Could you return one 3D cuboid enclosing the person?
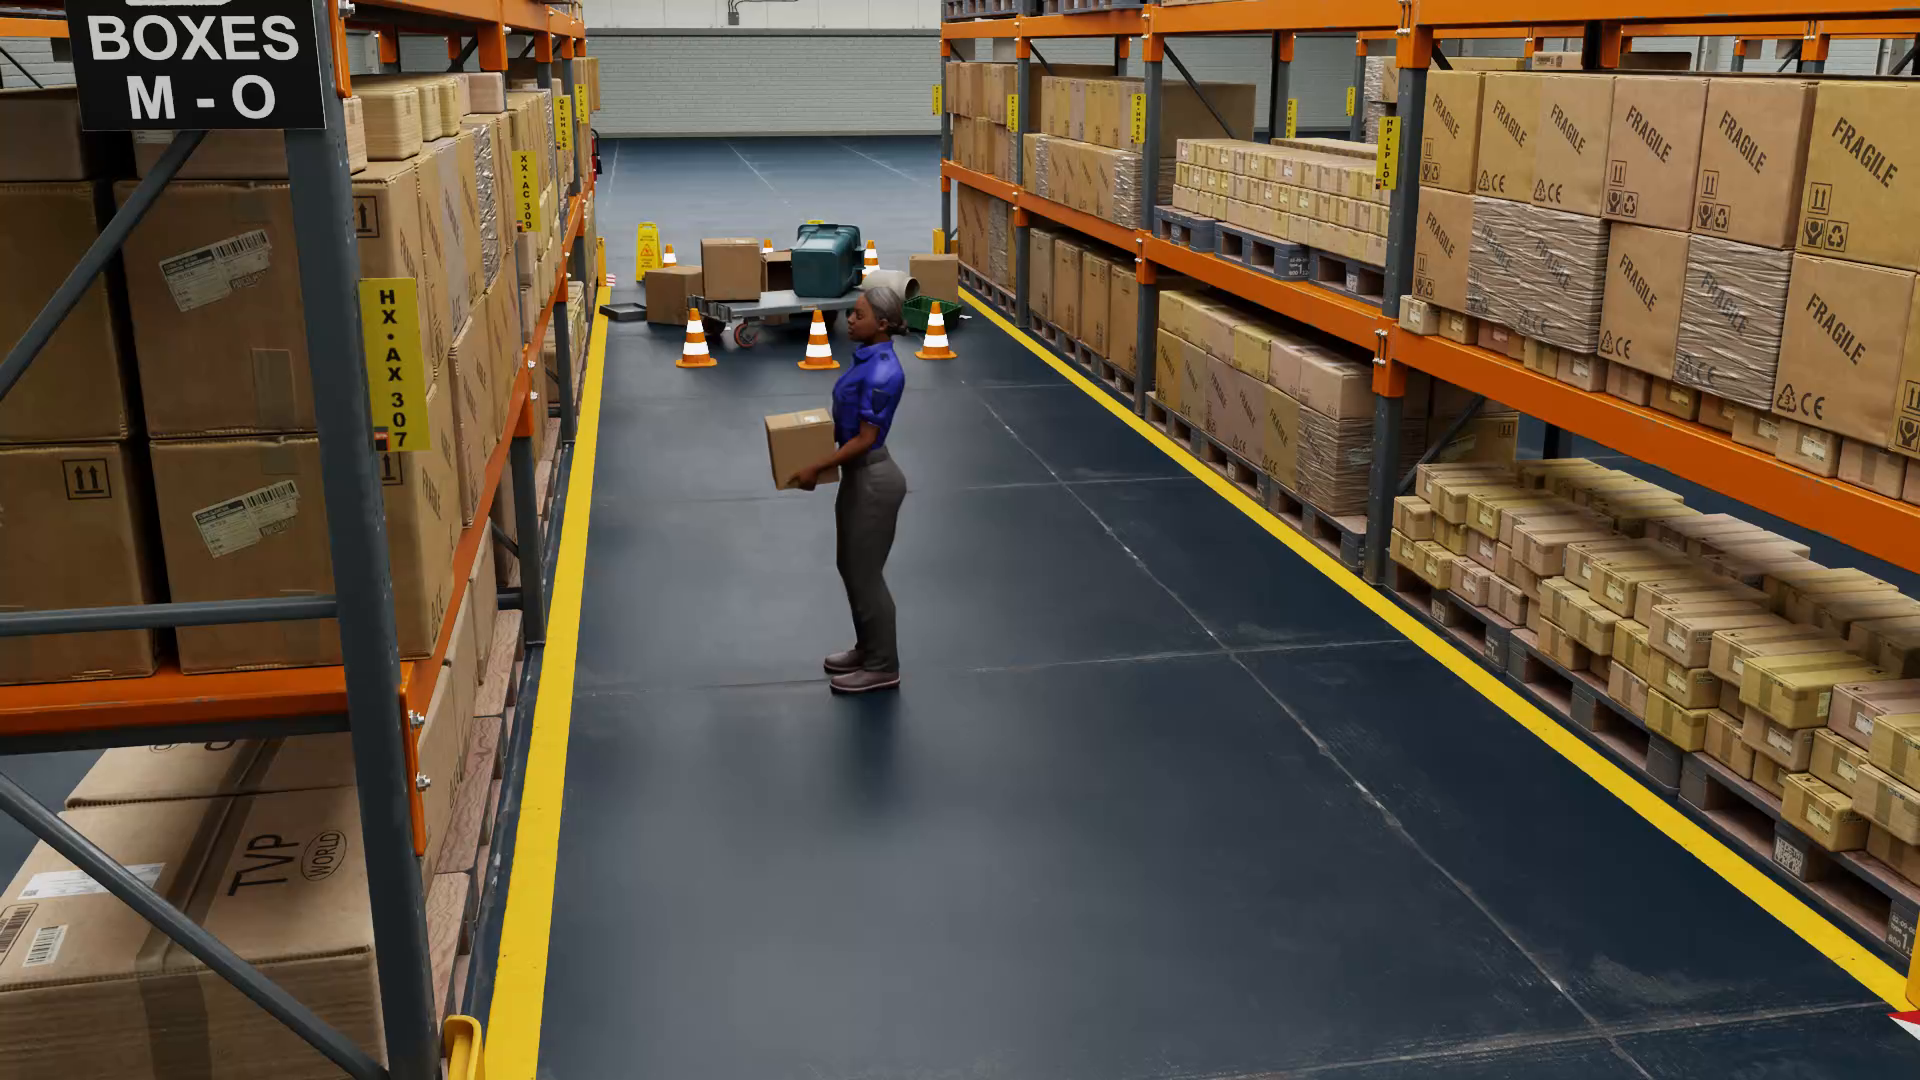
[{"bbox_3d":[-0.456,-0.205,6.753,0.514,1.646,0.449,-3,17,-10],"label":"person"}]
